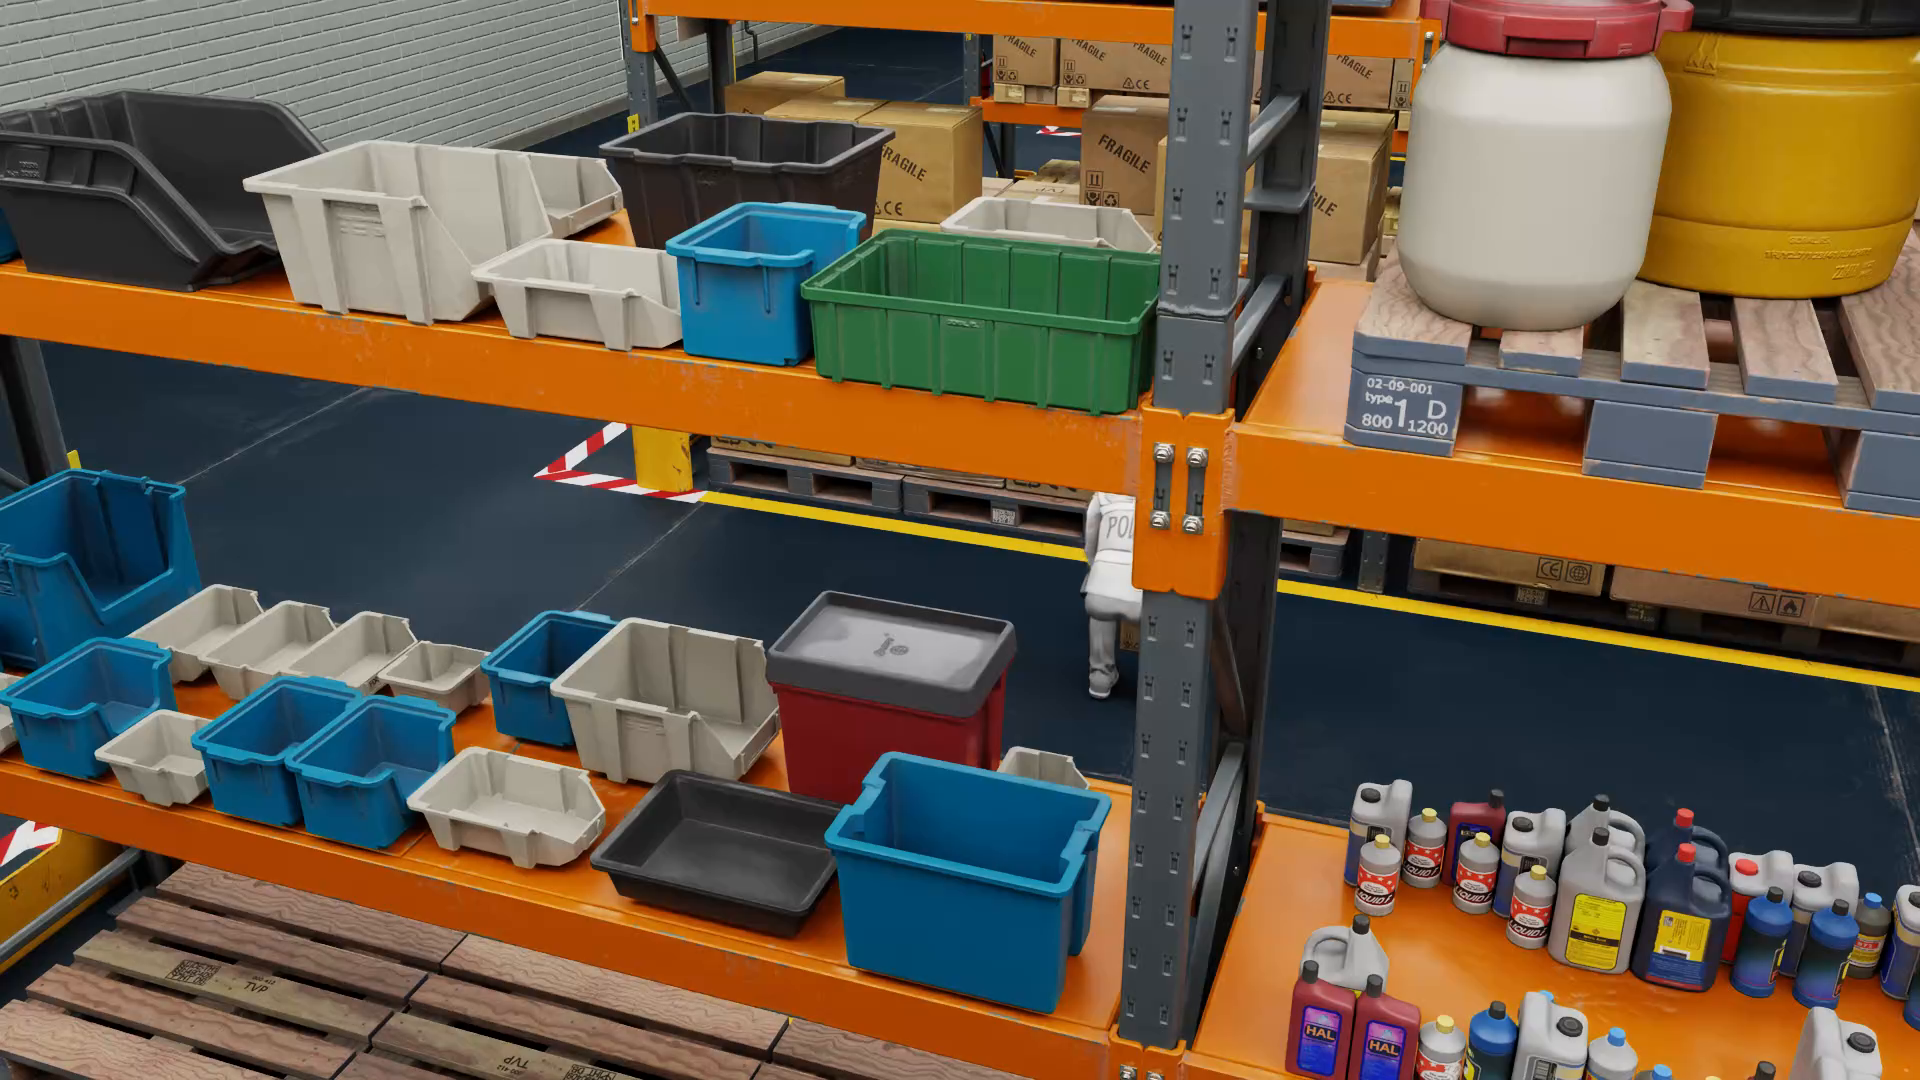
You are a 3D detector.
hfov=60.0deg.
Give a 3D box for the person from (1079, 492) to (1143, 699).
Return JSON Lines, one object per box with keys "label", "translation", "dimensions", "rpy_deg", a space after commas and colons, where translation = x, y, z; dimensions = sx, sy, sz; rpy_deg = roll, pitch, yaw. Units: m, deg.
{"label": "person", "translation": [0.771, 0.157, 7.470], "dimensions": [0.506, 1.075, 0.827], "rpy_deg": [9, 27, 17]}
